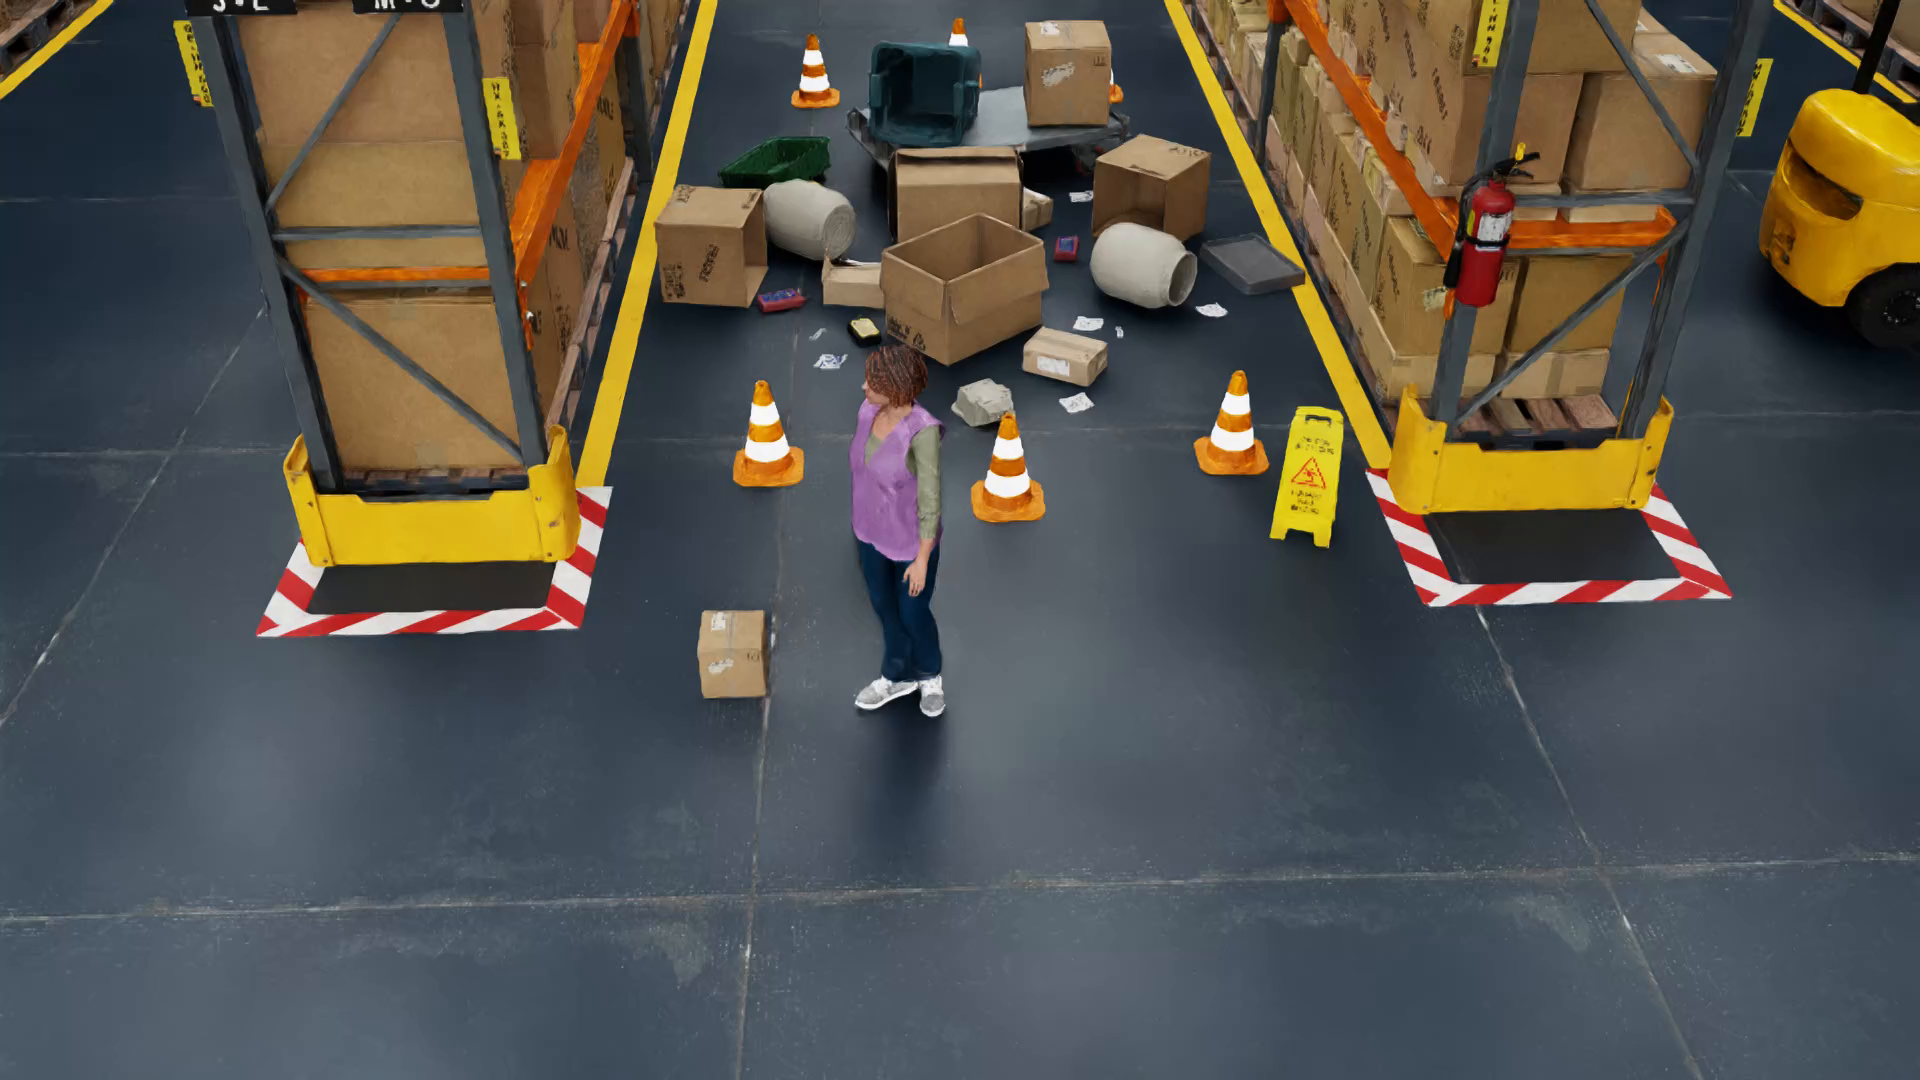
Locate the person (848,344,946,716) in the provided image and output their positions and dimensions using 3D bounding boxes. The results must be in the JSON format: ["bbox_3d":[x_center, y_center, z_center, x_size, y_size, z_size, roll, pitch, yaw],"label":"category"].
[{"bbox_3d":[-0.216,-0.016,6.152,0.354,1.601,0.442,-30,45,-35],"label":"person"}]
